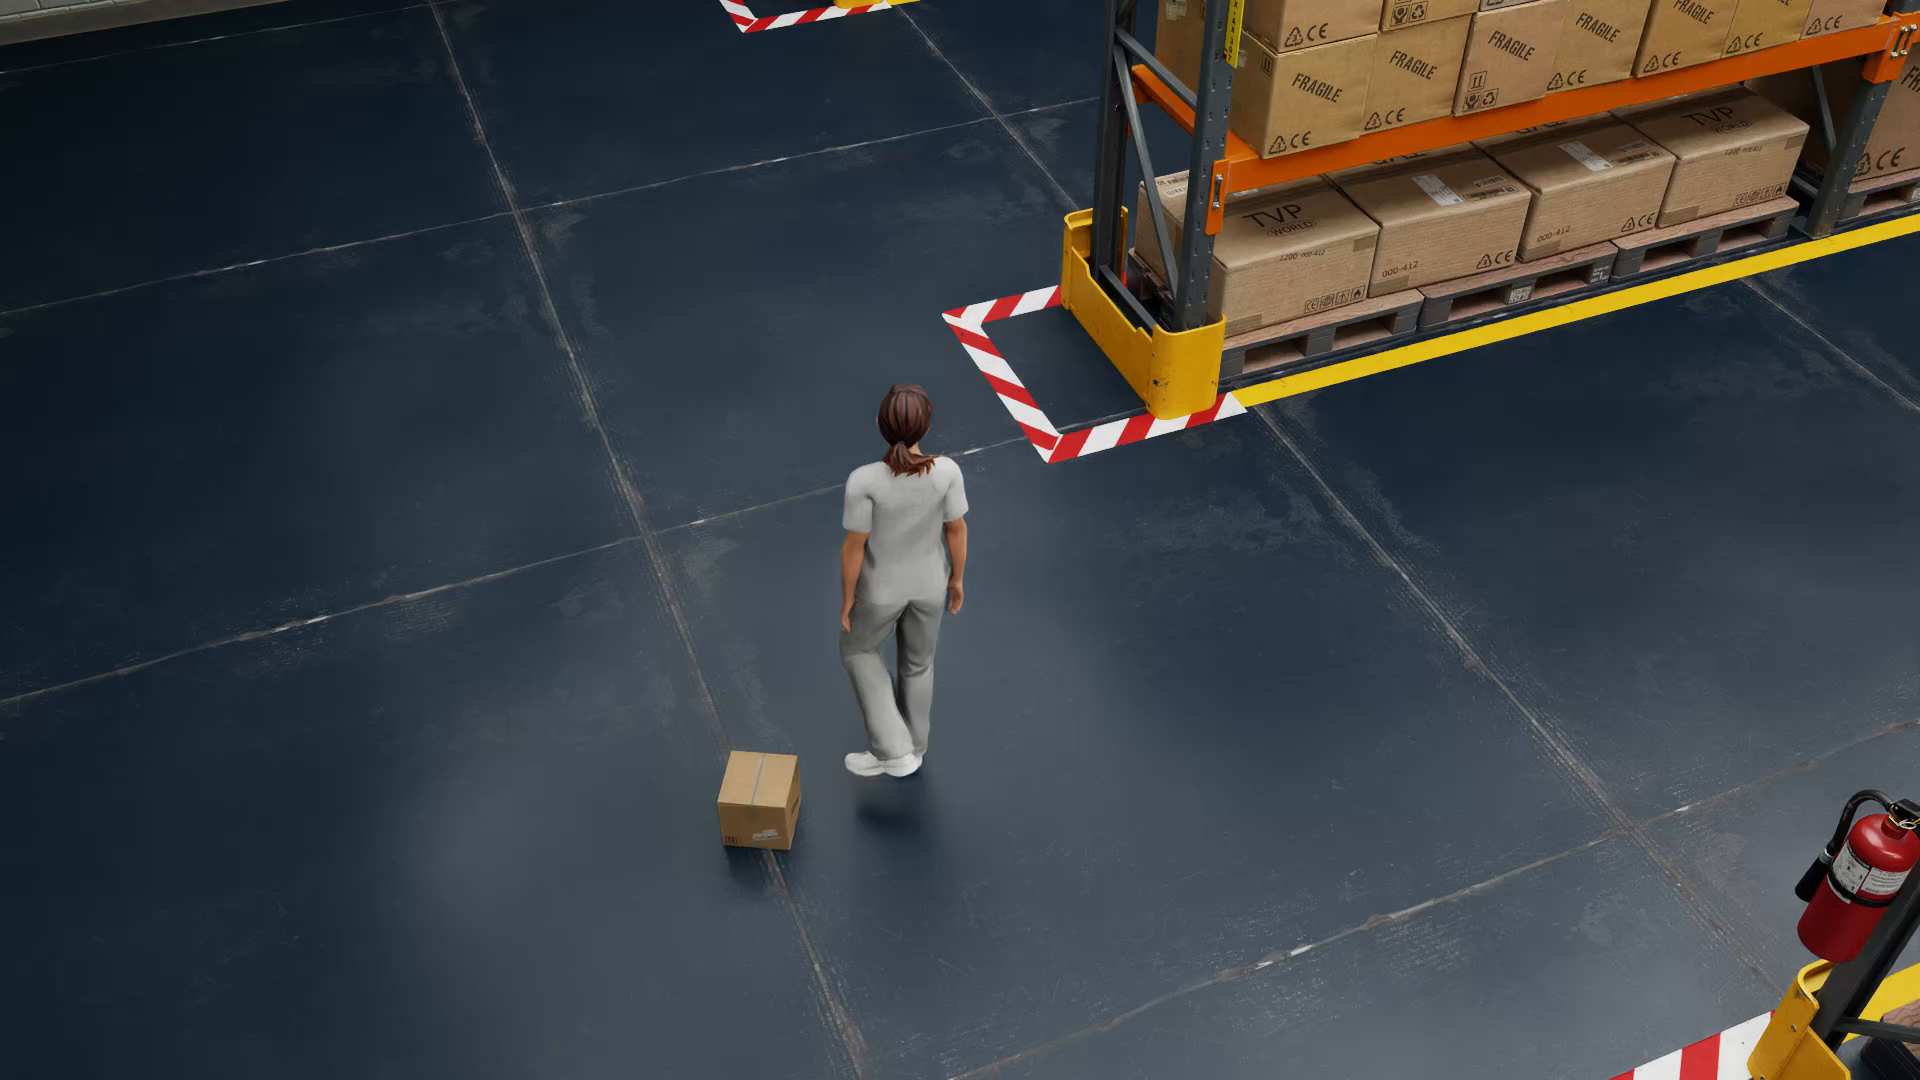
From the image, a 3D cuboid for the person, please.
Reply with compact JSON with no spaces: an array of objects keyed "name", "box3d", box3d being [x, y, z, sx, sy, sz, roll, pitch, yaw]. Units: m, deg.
[{"name":"person","box3d":[-0.203,0.217,5.917,0.522,1.665,0.510,-11,43,-12]}]
